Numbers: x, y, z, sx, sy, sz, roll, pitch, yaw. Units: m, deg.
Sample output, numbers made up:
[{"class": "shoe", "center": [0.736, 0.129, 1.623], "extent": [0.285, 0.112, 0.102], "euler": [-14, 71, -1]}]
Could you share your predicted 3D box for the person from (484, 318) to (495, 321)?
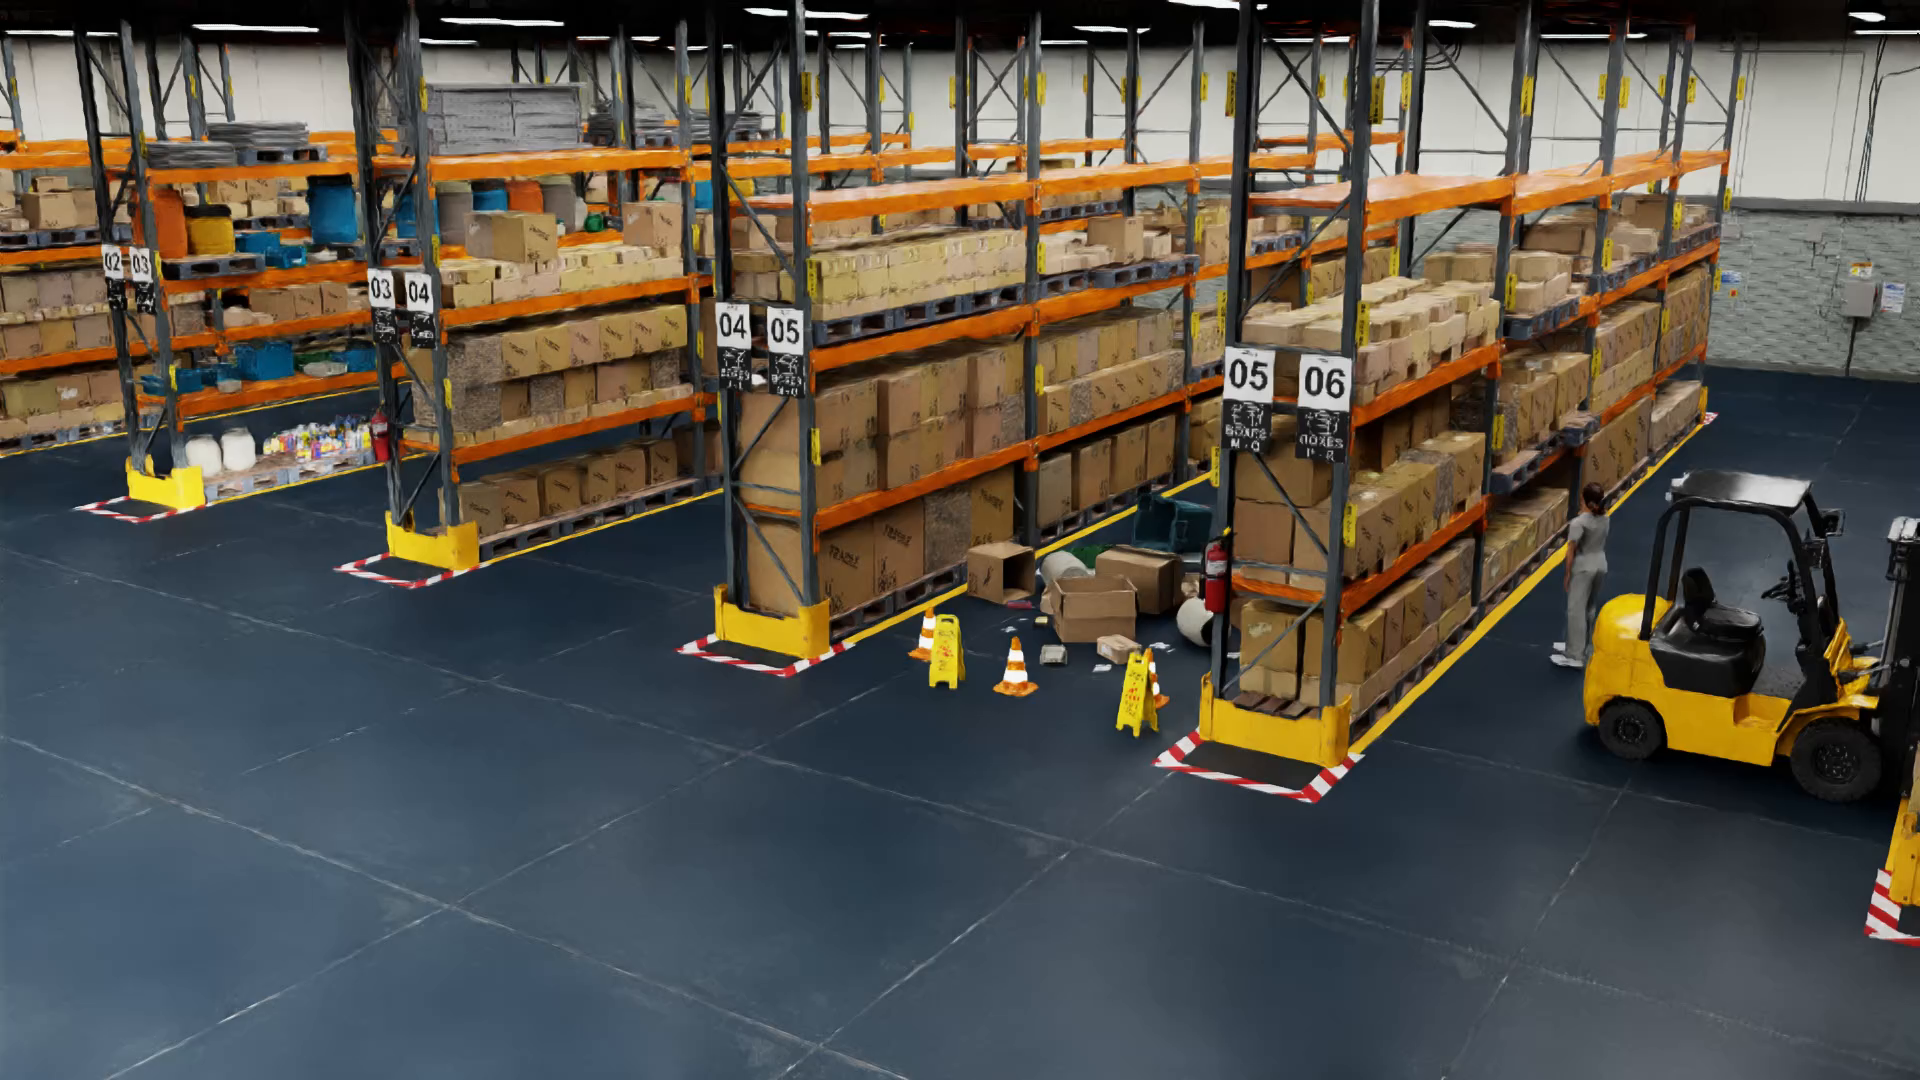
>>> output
[{"class": "person", "center": [-8.304, -3.581, 28.706], "extent": [0.670, 1.772, 0.636], "euler": [-8, 17, -26]}]

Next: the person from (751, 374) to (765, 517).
[{"class": "person", "center": [-2.427, -1.187, 20.256], "extent": [0.566, 1.706, 1.122], "euler": [11, 19, 34]}]

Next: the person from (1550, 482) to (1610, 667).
[{"class": "person", "center": [5.601, 0.285, 15.028], "extent": [0.487, 1.675, 0.477], "euler": [-7, 17, -25]}]
